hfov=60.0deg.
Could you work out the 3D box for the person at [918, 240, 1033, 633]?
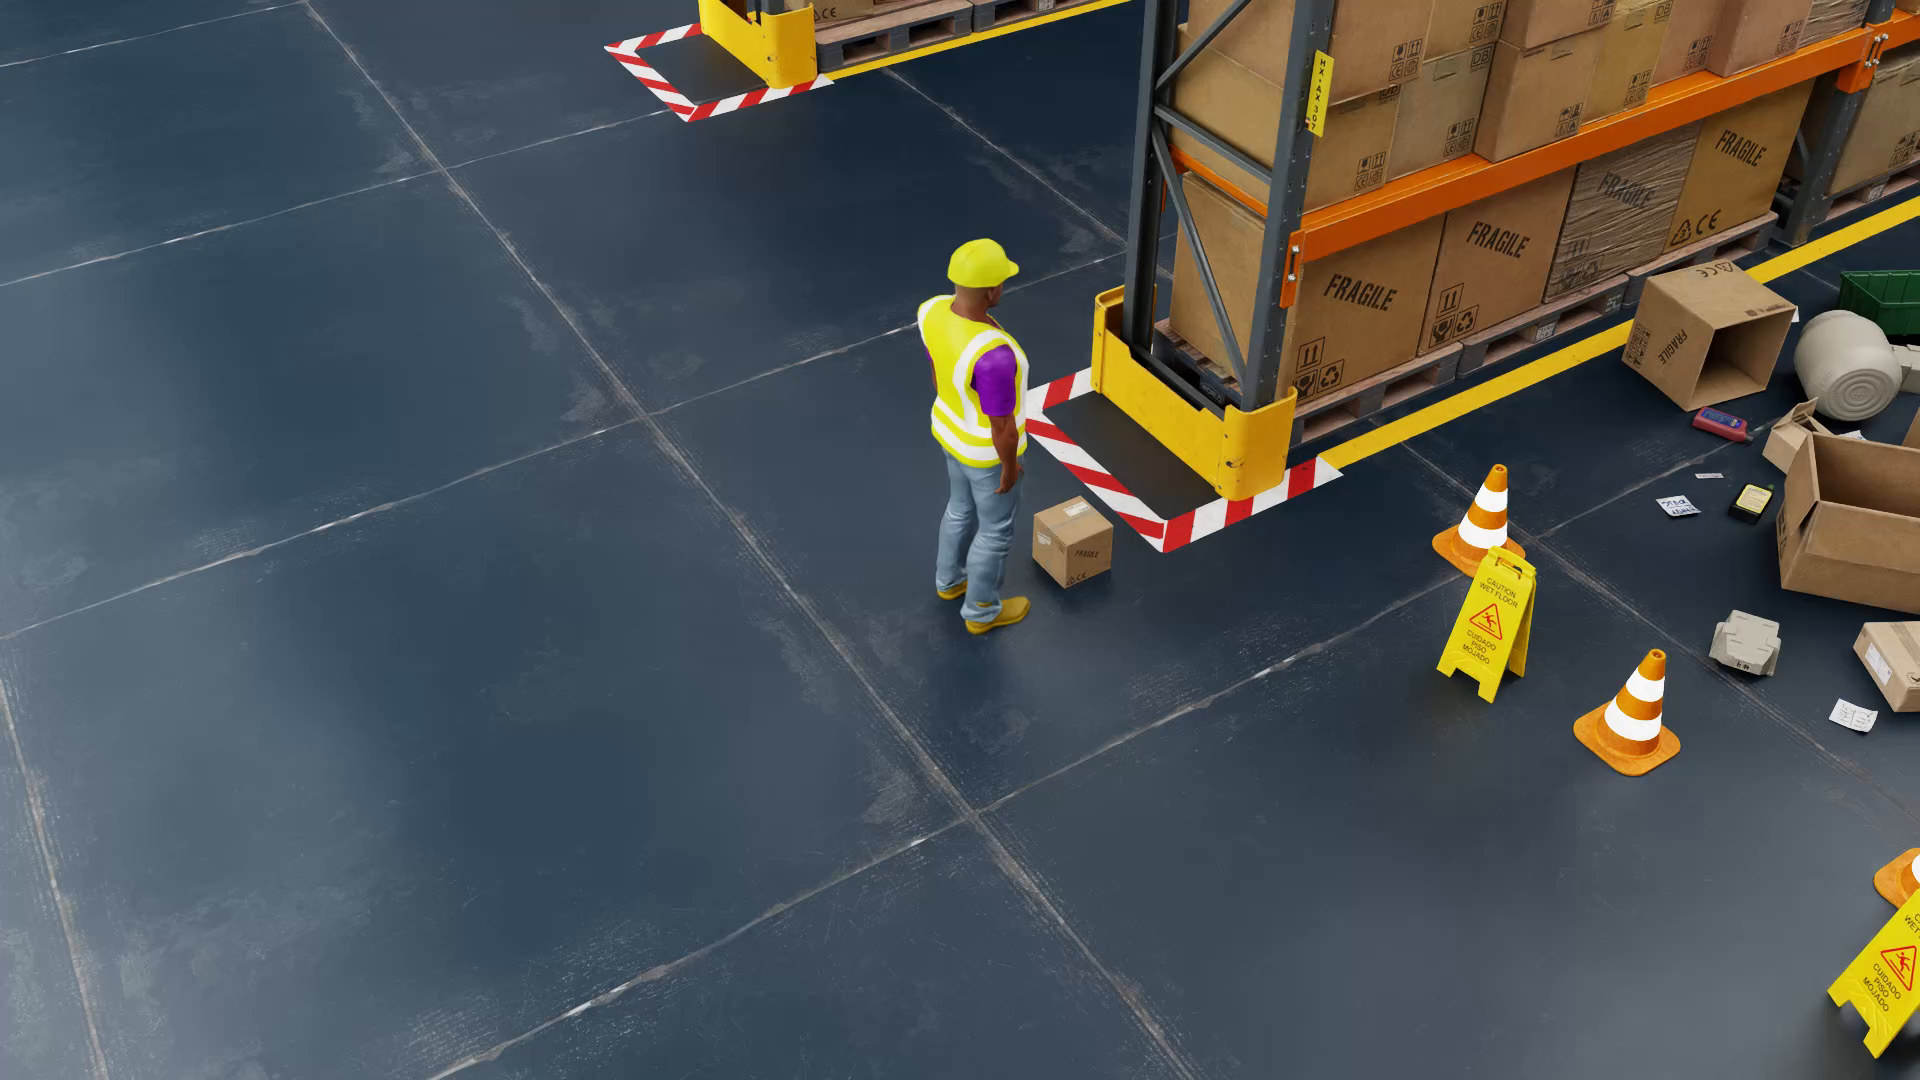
[{"bbox_3d":[0.082,-0.410,6.641,0.409,1.739,0.581,-21,45,-23],"label":"person"}]
